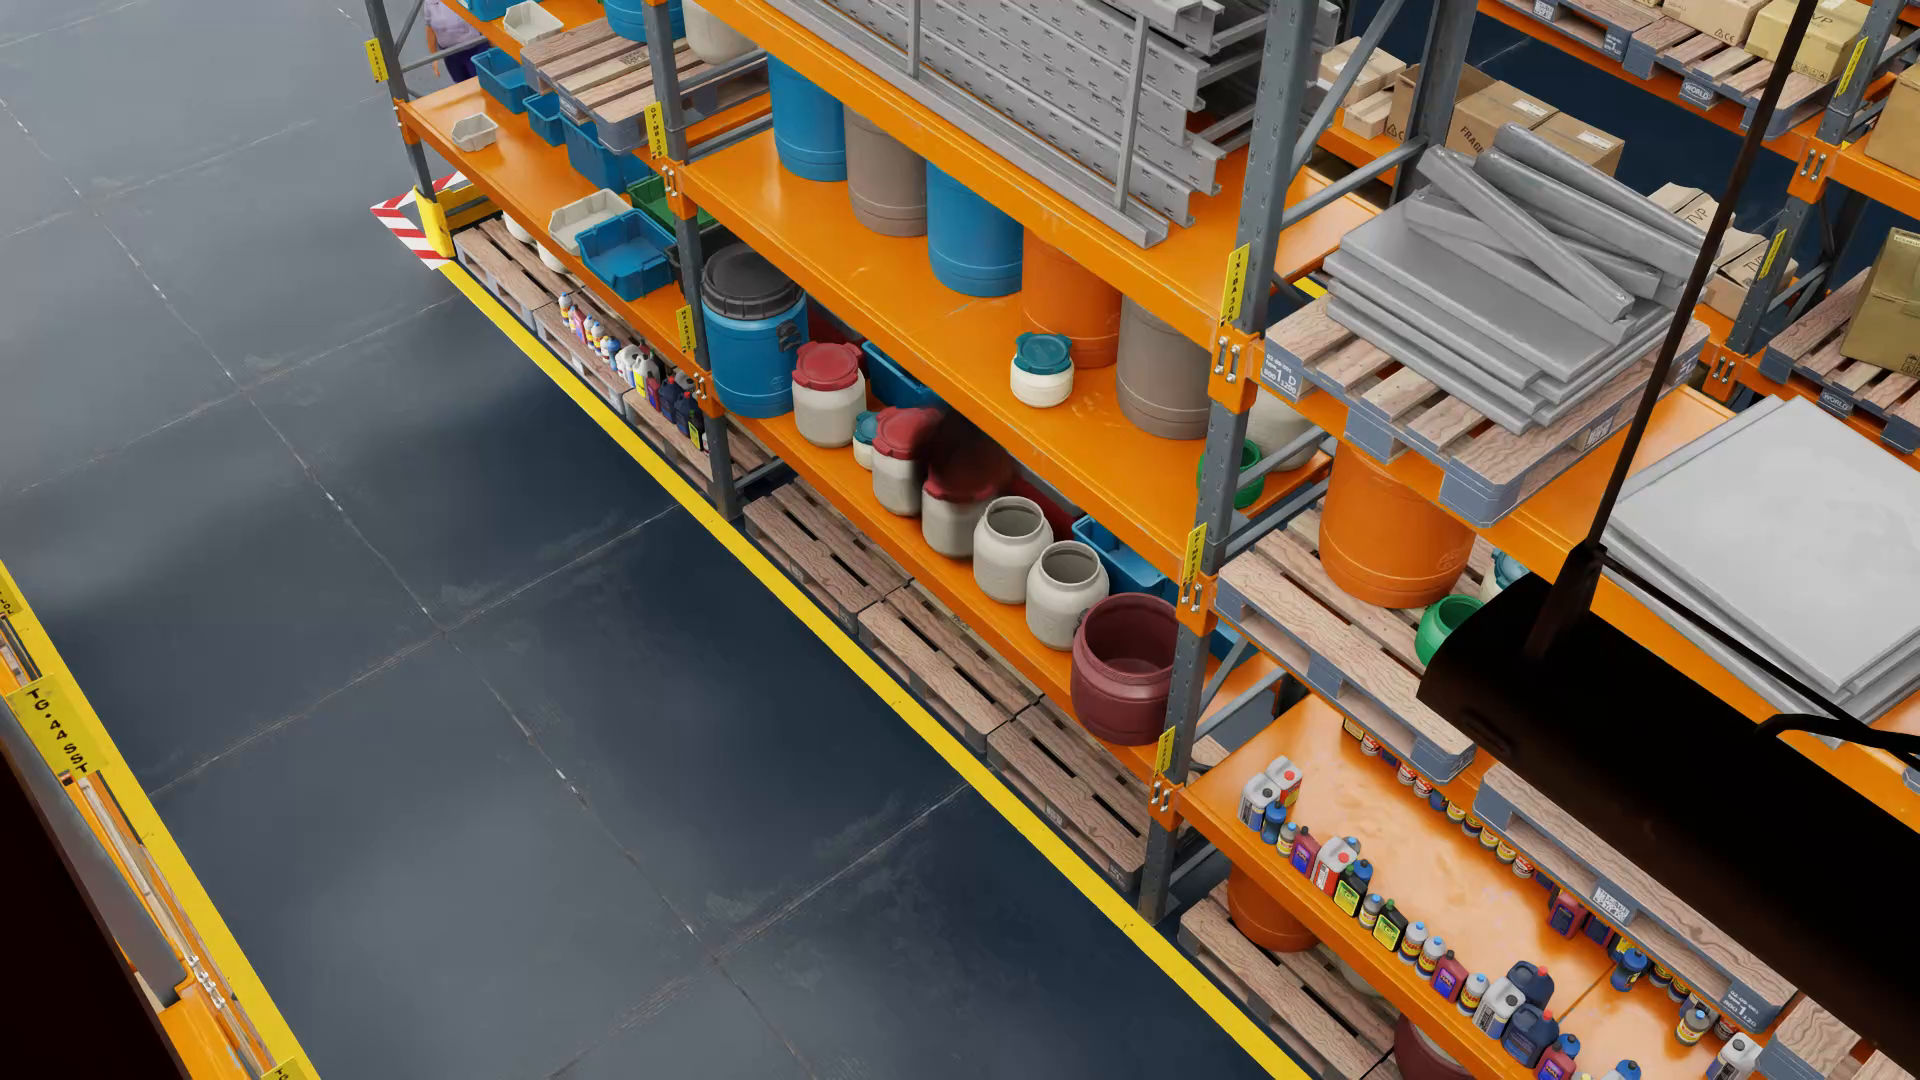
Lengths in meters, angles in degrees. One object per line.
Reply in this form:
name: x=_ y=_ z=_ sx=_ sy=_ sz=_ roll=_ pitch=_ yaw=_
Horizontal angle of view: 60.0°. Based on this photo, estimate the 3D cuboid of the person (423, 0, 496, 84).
person: x=-4.054 y=-3.917 z=13.581 sx=0.543 sy=1.643 sz=0.555 roll=8 pitch=47 yaw=8
